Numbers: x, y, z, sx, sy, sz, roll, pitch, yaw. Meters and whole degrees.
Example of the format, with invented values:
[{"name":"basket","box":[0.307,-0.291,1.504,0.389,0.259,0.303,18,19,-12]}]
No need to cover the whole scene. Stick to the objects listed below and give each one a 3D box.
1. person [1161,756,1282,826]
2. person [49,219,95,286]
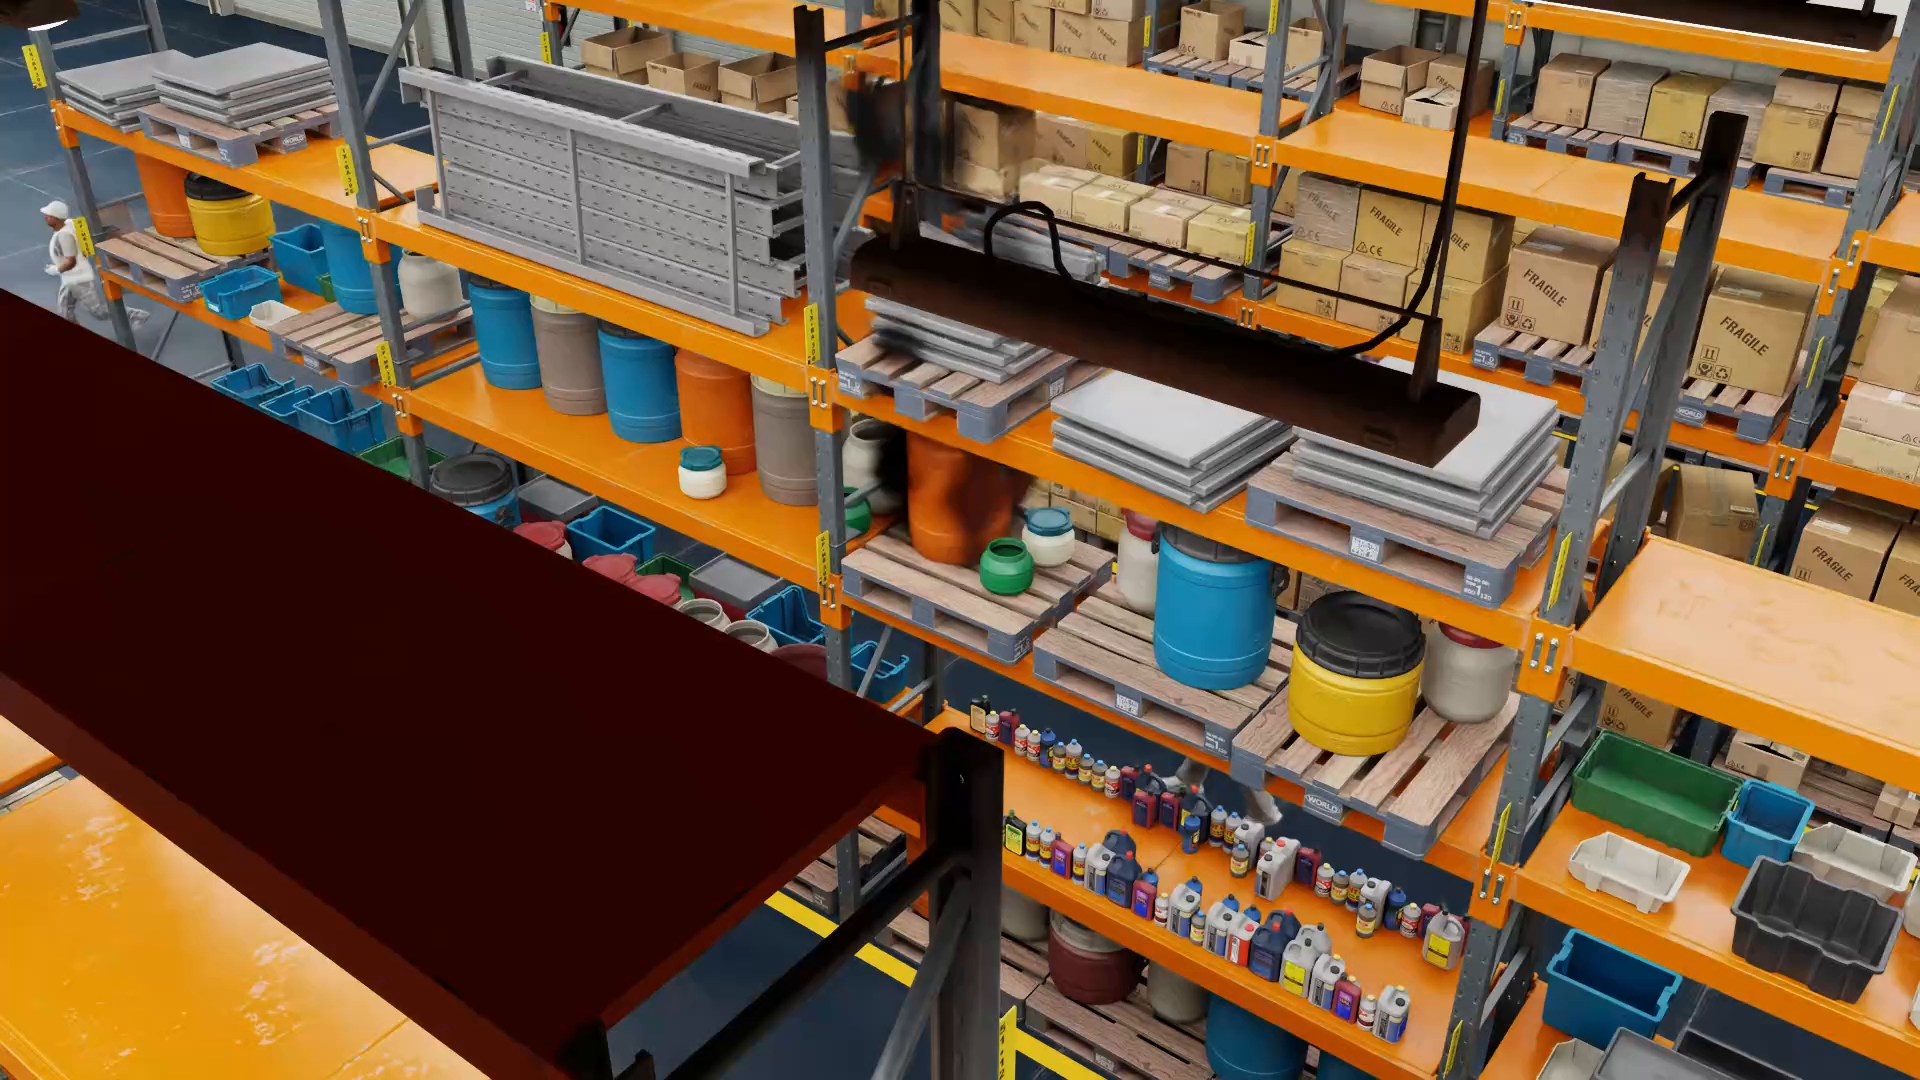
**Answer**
[{"name":"person","box":[1.788,1.139,11.167,0.983,1.823,0.625,17,35,26]},{"name":"person","box":[-9.662,-3.135,18.129,0.458,0.638,0.624,-15,35,-23]}]
